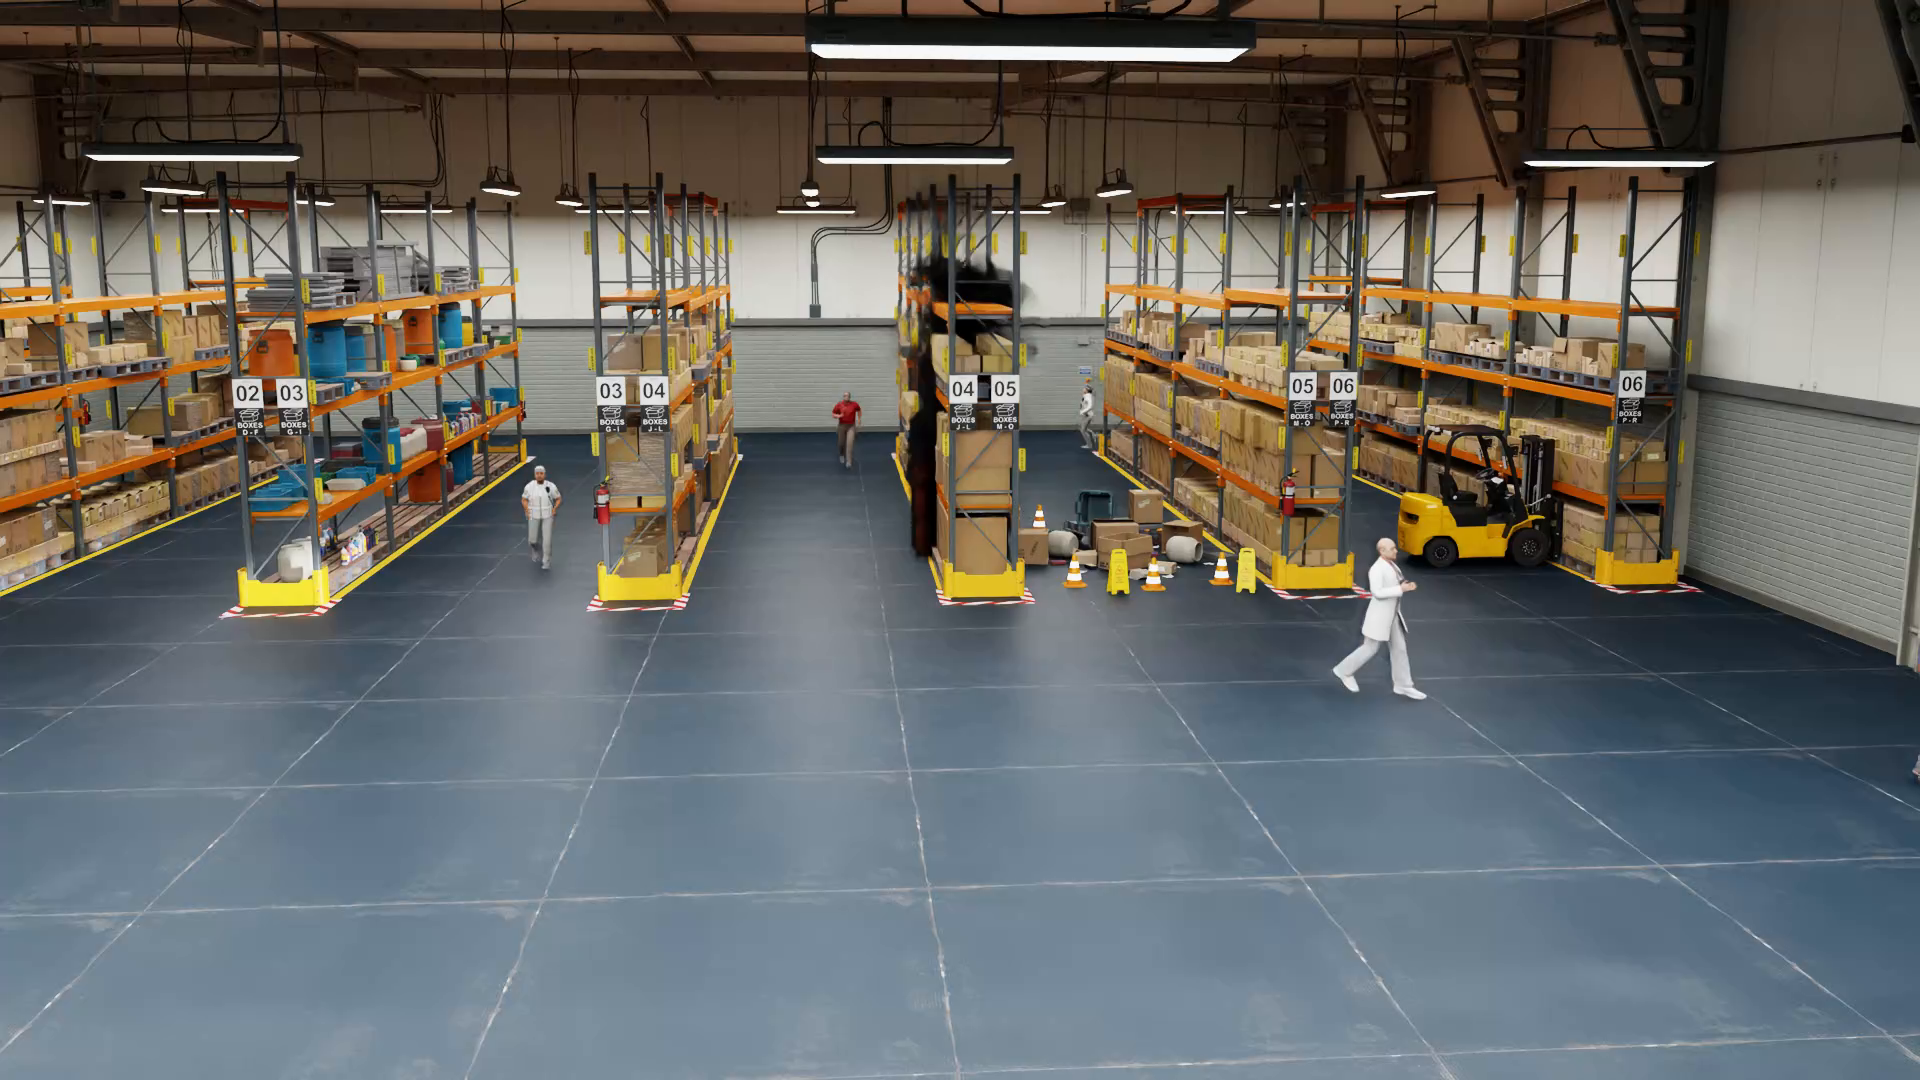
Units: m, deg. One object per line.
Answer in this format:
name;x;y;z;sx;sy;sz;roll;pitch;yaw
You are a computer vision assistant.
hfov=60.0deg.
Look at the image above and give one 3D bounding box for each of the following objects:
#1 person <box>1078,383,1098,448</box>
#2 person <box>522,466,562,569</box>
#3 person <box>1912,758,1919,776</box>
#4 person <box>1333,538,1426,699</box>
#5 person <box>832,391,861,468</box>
person;3.204;-3.105;41.557;0.503;1.642;0.599;1;10;6
person;-6.559;-0.365;26.129;0.624;1.618;0.565;-2;10;-10
person;9.216;1.534;15.284;0.563;1.689;0.780;-8;13;-39
person;4.698;0.850;18.501;1.047;1.766;0.710;8;13;37
person;-2.588;-2.552;38.006;0.681;1.702;1.018;-1;10;-4
